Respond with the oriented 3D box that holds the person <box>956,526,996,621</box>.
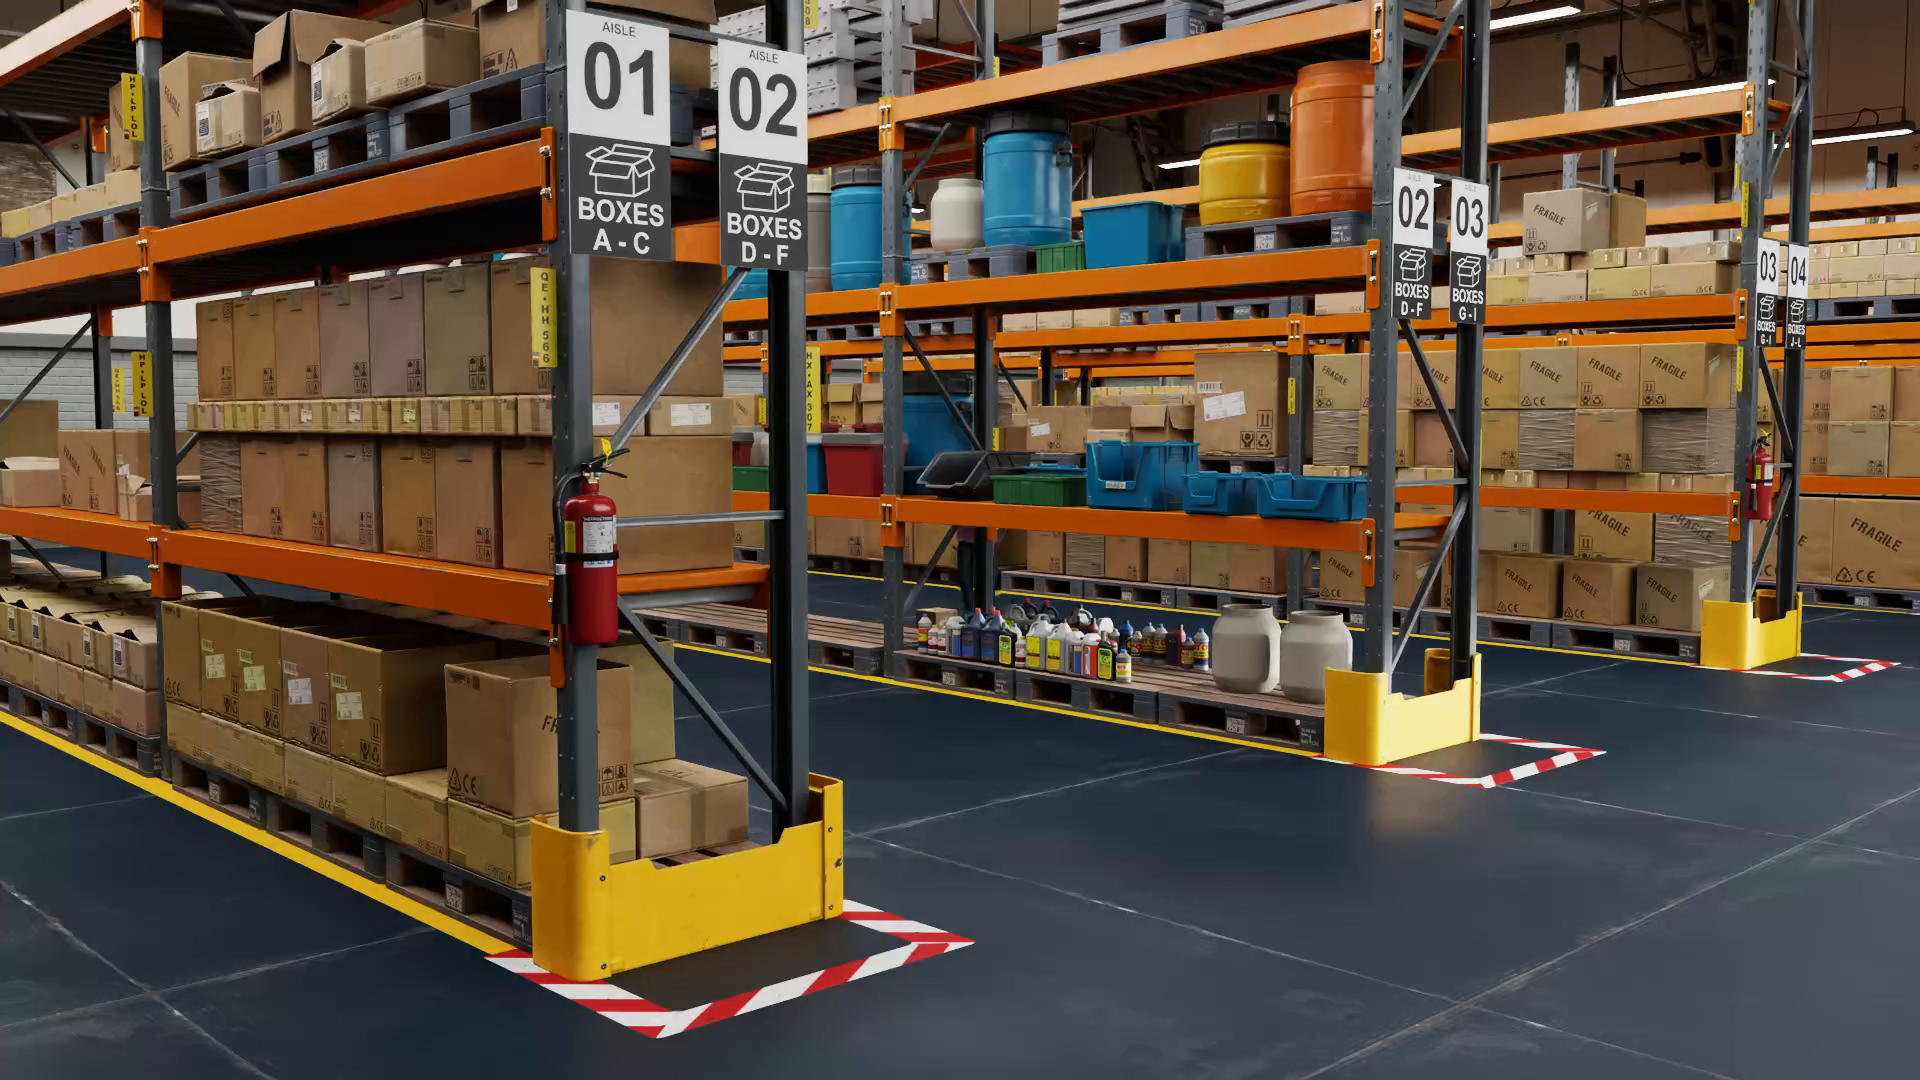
[{"bbox_3d":[0.147,0.033,14.429,0.338,1.612,0.406,-4,6,-42],"label":"person"}]
